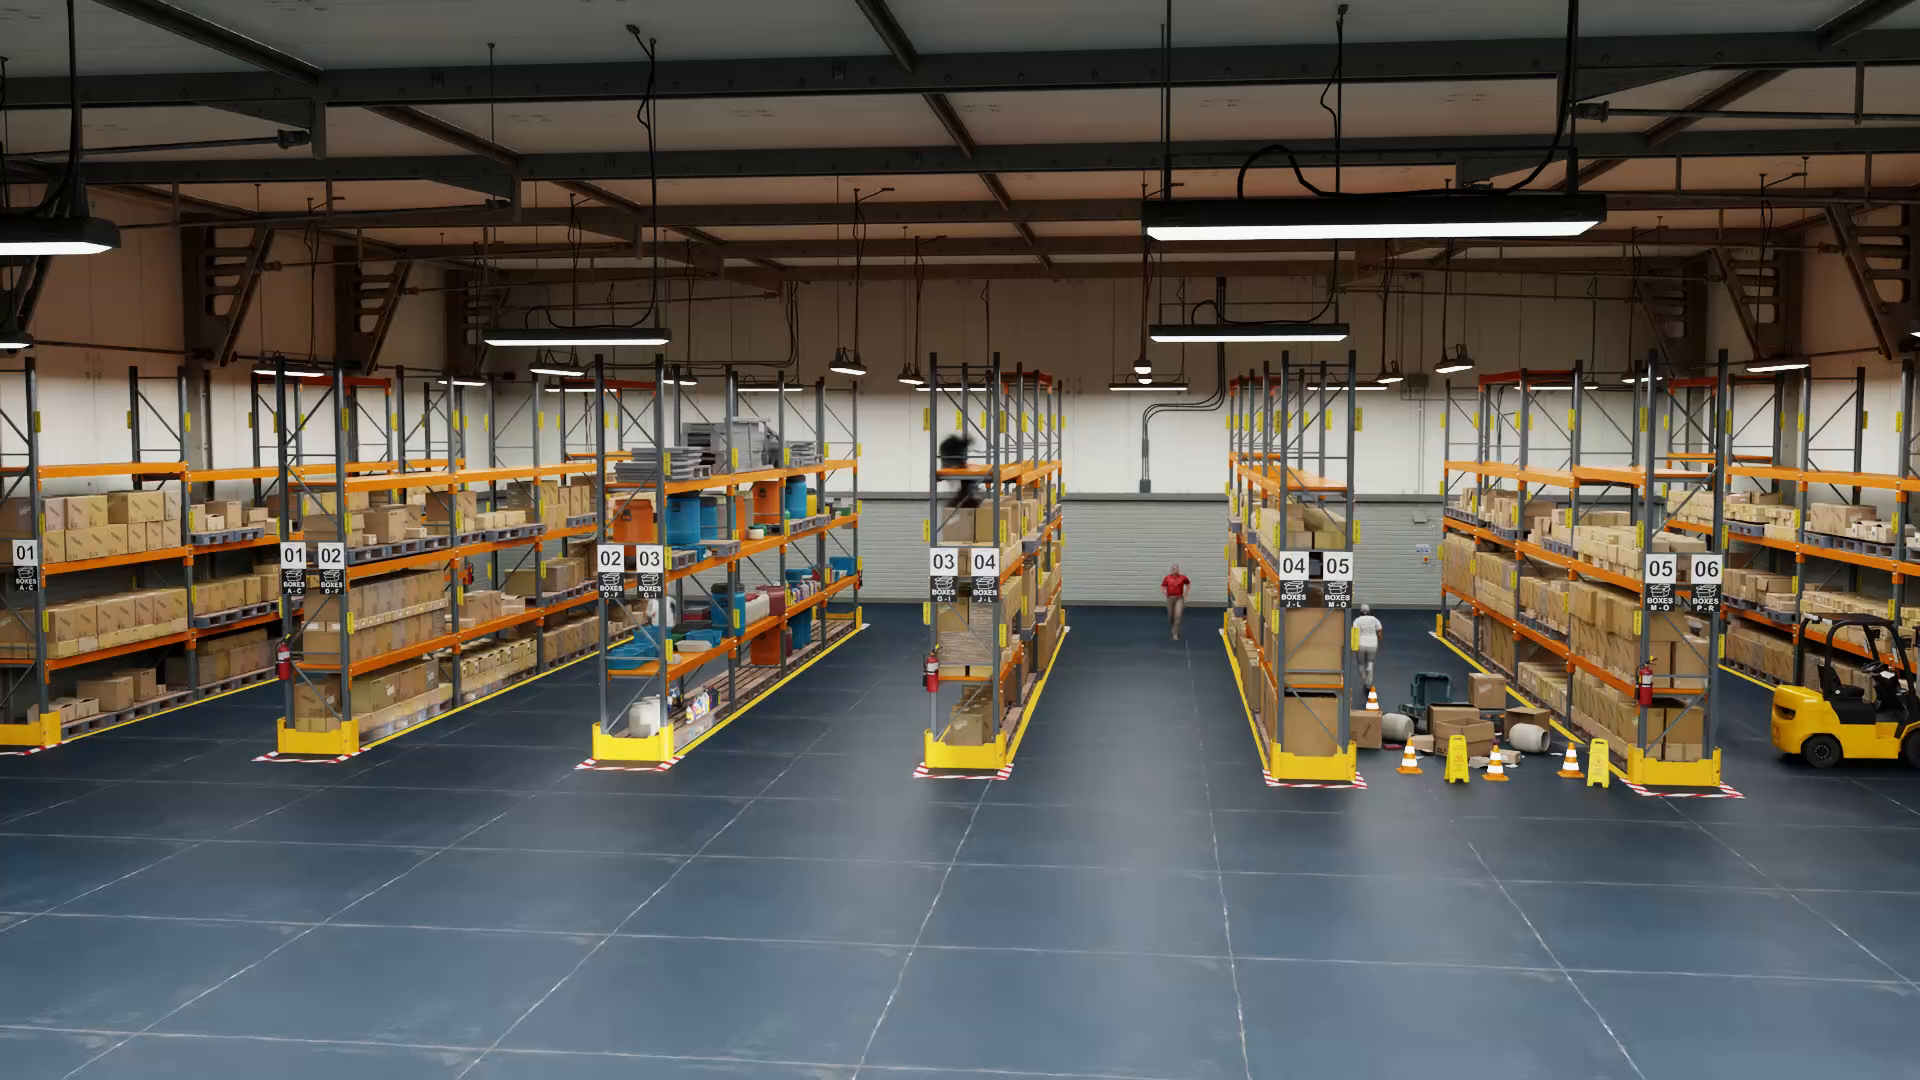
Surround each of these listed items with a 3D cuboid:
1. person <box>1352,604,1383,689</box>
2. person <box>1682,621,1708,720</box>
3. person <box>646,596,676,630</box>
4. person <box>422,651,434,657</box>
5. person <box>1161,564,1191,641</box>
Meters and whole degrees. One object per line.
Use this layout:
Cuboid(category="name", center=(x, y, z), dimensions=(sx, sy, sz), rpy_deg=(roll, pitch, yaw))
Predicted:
Cuboid(category="person", center=(7.622, 2.007, 31.174), dimensions=(0.612, 1.599, 0.540), rpy_deg=(0, 4, 5))
Cuboid(category="person", center=(12.375, 2.210, 27.944), dimensions=(0.598, 1.659, 0.940), rpy_deg=(0, 4, -1))
Cuboid(category="person", center=(-5.984, 1.762, 33.385), dimensions=(0.609, 1.825, 0.833), rpy_deg=(1, 4, 7))
Cuboid(category="person", center=(-11.380, 1.735, 35.192), dimensions=(0.570, 1.562, 0.807), rpy_deg=(-1, 4, -9))
Cuboid(category="person", center=(4.987, 1.422, 38.527), dimensions=(0.667, 1.733, 0.960), rpy_deg=(1, 4, 16))
